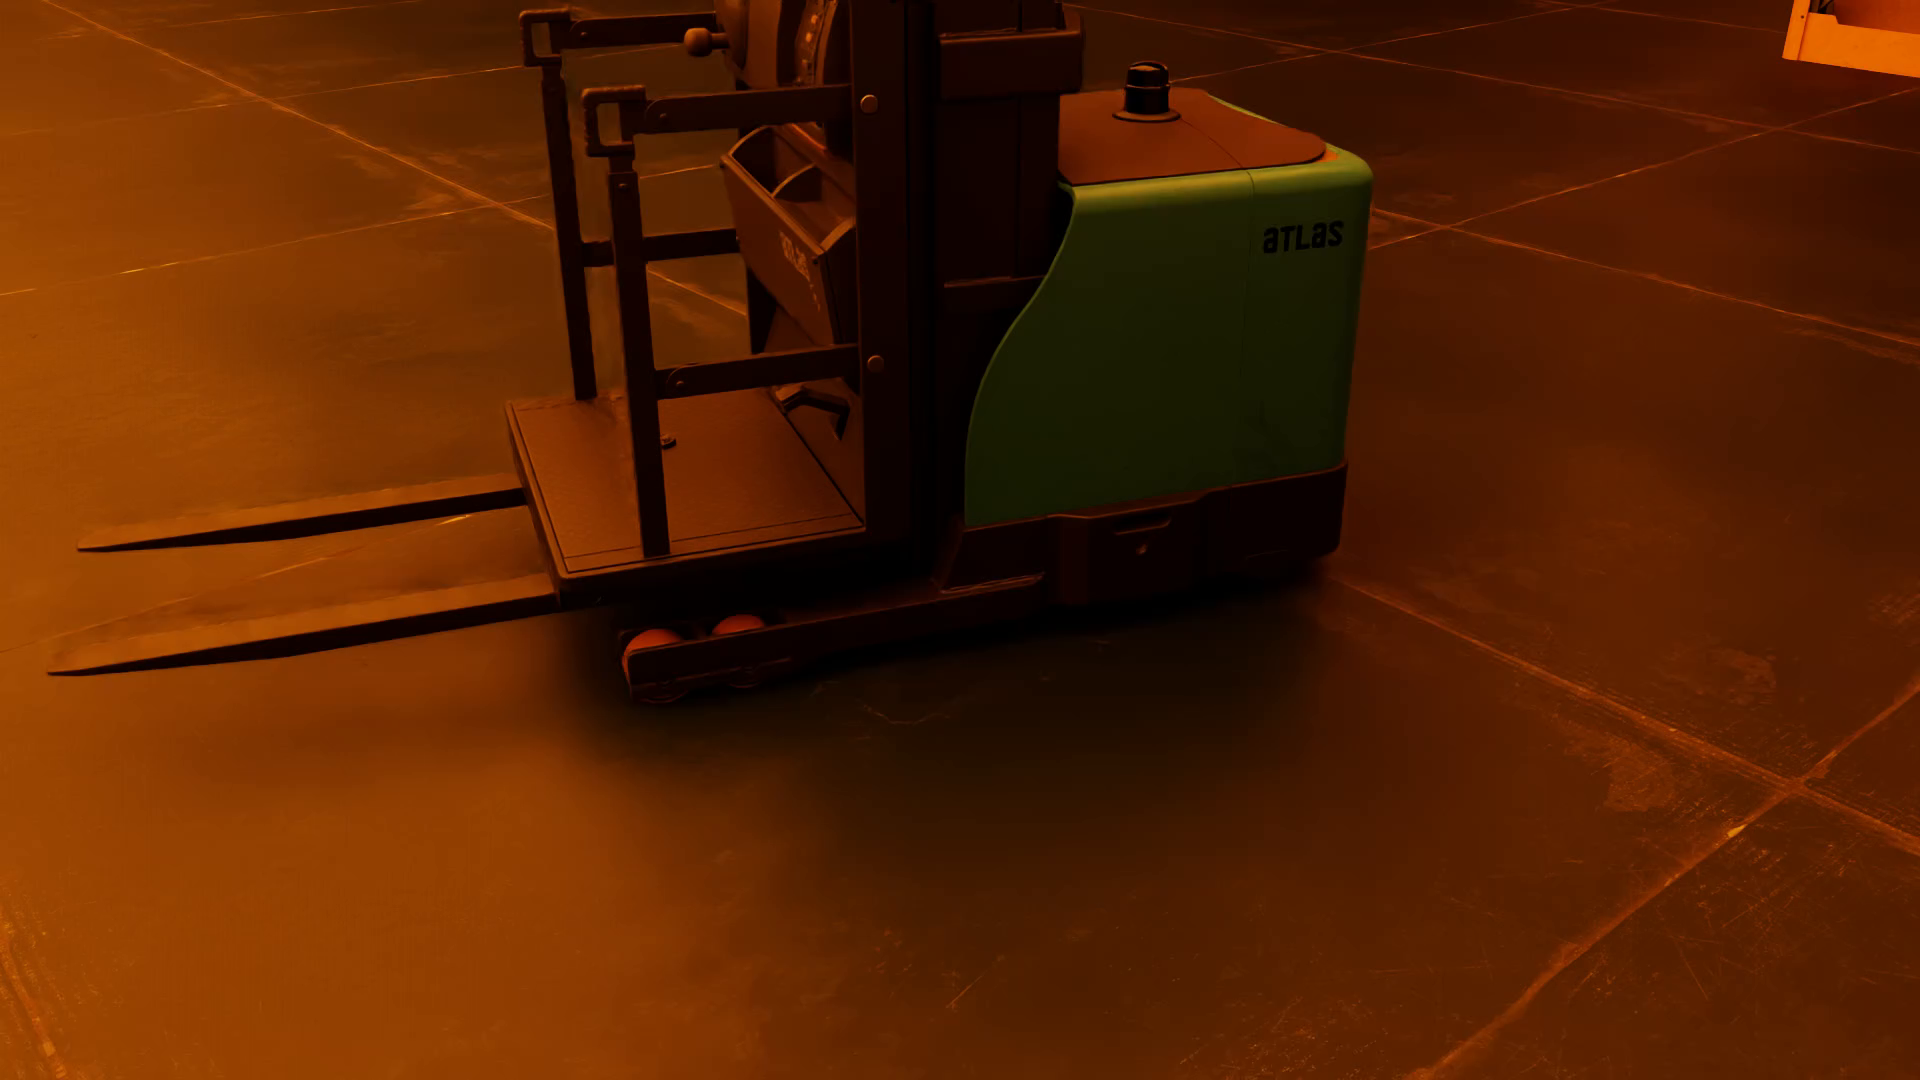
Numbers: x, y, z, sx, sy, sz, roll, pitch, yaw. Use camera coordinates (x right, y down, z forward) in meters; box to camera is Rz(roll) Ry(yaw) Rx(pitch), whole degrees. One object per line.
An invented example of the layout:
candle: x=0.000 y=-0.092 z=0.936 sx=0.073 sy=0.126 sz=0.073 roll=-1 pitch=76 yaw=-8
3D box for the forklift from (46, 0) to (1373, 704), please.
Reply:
forklift: x=-0.586 y=-1.208 z=3.638 sx=3.031 sy=2.935 sz=1.130 roll=-9 pitch=28 yaw=-18
